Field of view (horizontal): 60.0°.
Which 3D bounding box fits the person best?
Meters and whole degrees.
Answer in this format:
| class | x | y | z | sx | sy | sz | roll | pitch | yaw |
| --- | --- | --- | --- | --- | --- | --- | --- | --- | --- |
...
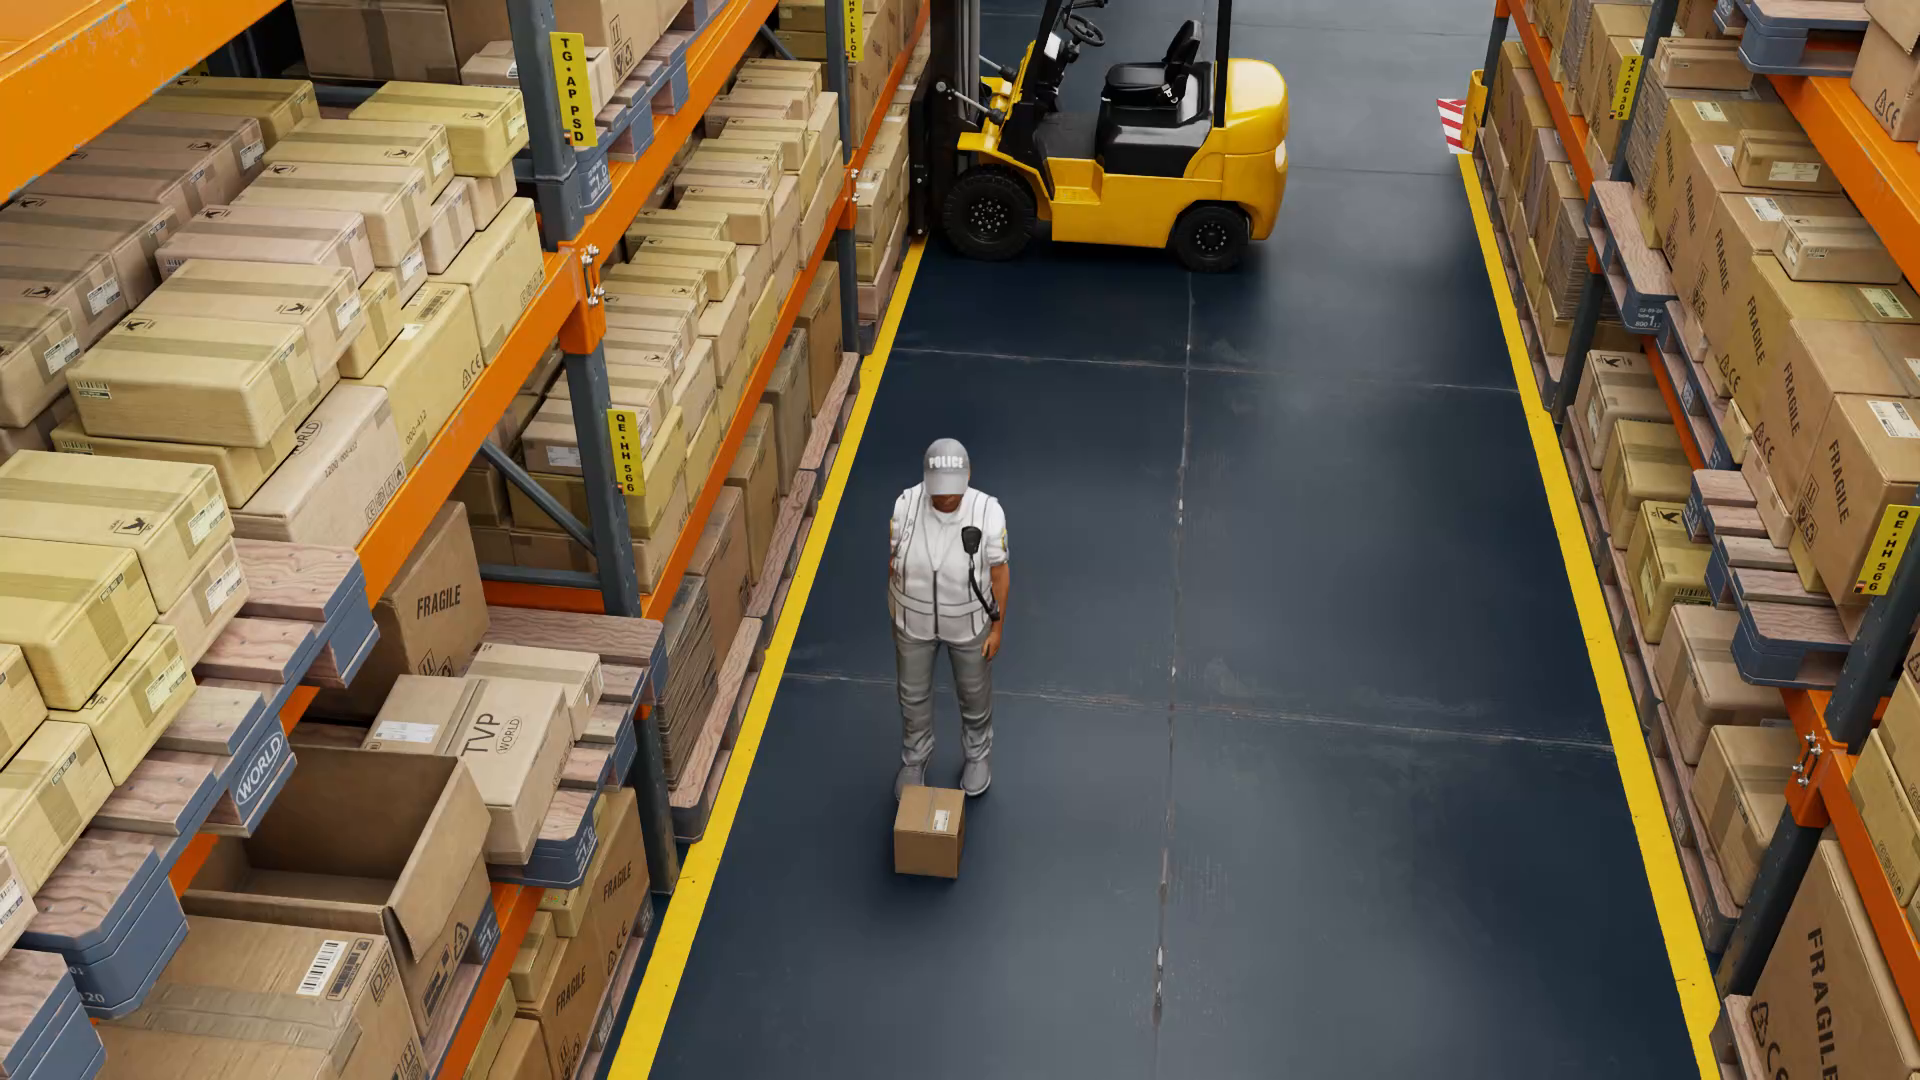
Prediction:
| class | x | y | z | sx | sy | sz | roll | pitch | yaw |
| --- | --- | --- | --- | --- | --- | --- | --- | --- | --- |
| person | -0.048 | 0.330 | 6.594 | 0.477 | 1.682 | 0.401 | 5 | 37 | 6 |
